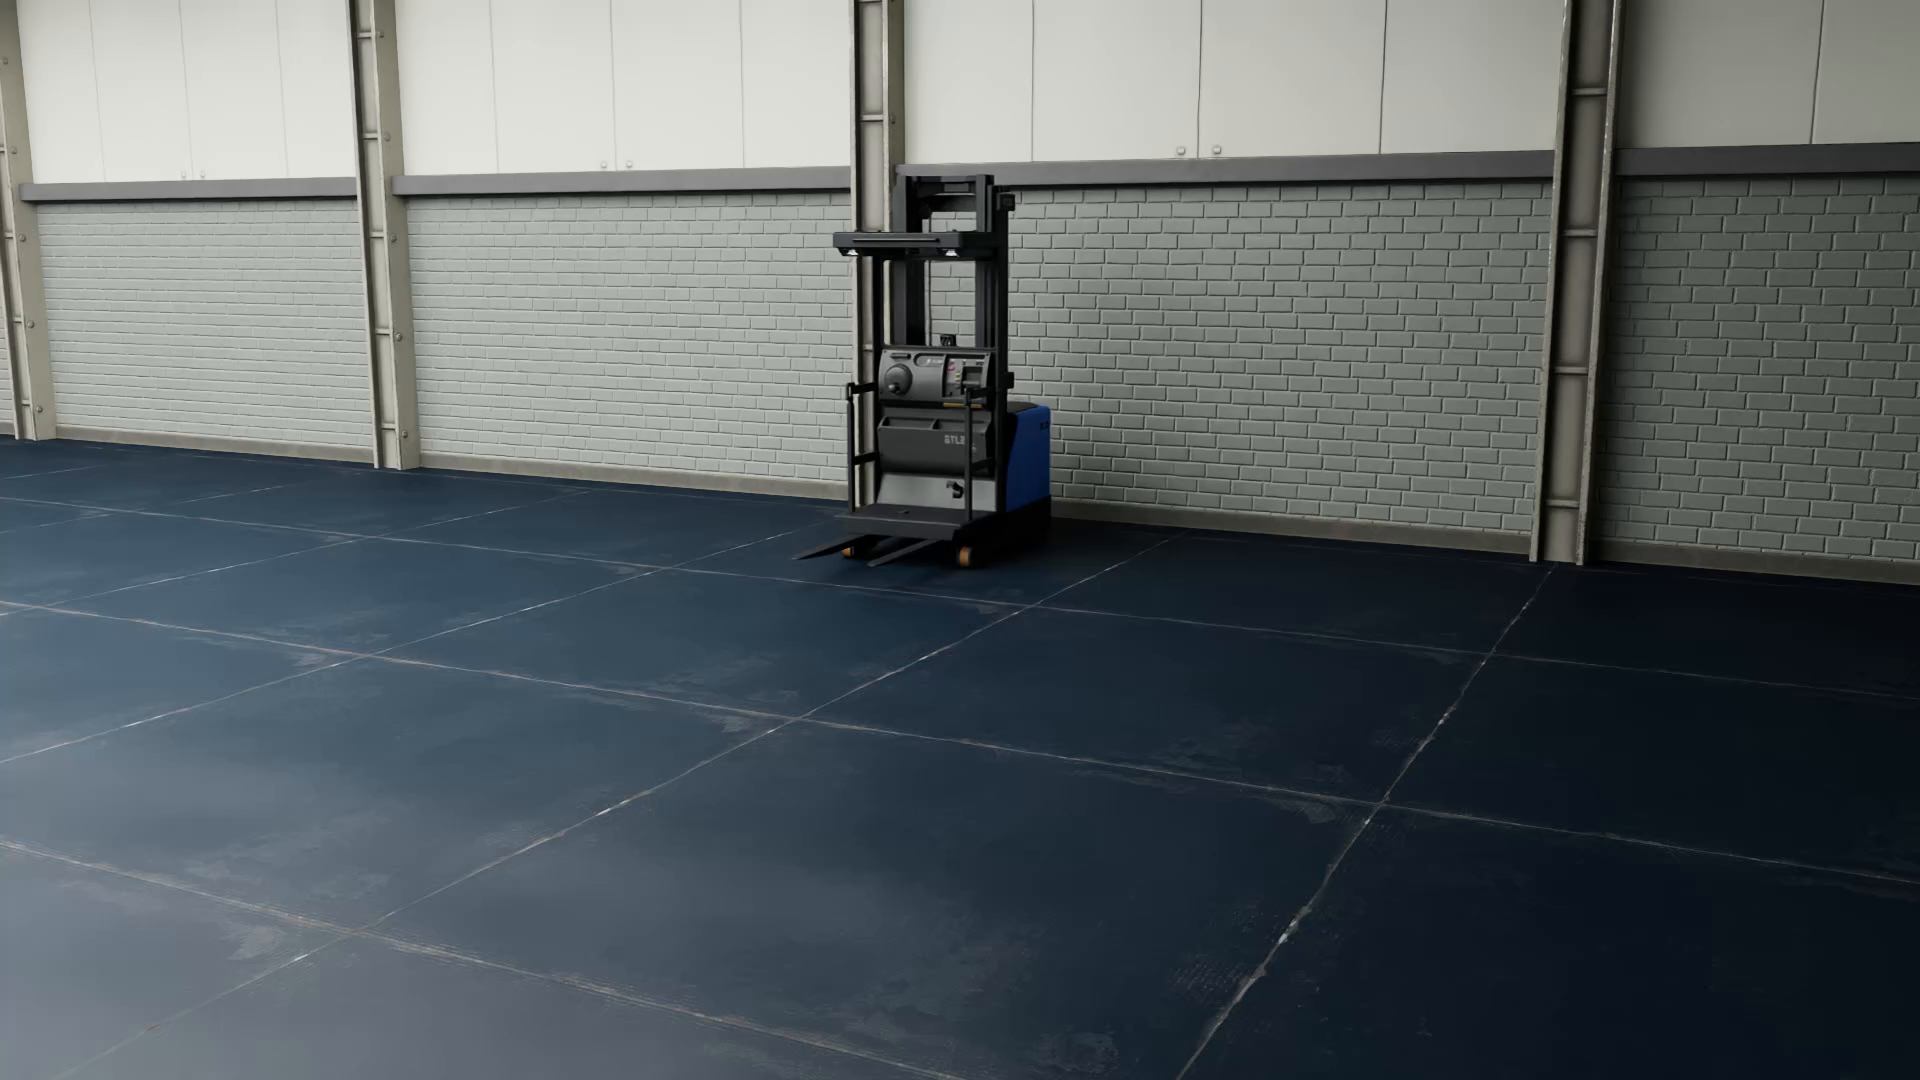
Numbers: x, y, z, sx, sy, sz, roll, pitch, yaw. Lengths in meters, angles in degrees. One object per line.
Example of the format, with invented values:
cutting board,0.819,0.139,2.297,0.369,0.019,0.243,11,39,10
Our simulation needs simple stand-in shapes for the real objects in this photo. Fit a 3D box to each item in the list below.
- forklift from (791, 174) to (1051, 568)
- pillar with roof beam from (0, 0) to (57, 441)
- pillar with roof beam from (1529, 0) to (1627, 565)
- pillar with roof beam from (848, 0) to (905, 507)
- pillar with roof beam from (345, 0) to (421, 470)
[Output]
forklift,-0.283,-1.316,12.771,1.130,2.935,3.031,4,11,23
pillar with roof beam,-13.406,-5.006,16.123,0.400,9.000,9.100,5,11,26
pillar with roof beam,2.736,-3.588,8.286,0.400,9.000,9.100,5,11,26
pillar with roof beam,-2.644,-4.061,10.898,0.400,9.000,9.100,5,11,26
pillar with roof beam,-8.025,-4.533,13.510,0.400,9.000,9.100,5,11,26
